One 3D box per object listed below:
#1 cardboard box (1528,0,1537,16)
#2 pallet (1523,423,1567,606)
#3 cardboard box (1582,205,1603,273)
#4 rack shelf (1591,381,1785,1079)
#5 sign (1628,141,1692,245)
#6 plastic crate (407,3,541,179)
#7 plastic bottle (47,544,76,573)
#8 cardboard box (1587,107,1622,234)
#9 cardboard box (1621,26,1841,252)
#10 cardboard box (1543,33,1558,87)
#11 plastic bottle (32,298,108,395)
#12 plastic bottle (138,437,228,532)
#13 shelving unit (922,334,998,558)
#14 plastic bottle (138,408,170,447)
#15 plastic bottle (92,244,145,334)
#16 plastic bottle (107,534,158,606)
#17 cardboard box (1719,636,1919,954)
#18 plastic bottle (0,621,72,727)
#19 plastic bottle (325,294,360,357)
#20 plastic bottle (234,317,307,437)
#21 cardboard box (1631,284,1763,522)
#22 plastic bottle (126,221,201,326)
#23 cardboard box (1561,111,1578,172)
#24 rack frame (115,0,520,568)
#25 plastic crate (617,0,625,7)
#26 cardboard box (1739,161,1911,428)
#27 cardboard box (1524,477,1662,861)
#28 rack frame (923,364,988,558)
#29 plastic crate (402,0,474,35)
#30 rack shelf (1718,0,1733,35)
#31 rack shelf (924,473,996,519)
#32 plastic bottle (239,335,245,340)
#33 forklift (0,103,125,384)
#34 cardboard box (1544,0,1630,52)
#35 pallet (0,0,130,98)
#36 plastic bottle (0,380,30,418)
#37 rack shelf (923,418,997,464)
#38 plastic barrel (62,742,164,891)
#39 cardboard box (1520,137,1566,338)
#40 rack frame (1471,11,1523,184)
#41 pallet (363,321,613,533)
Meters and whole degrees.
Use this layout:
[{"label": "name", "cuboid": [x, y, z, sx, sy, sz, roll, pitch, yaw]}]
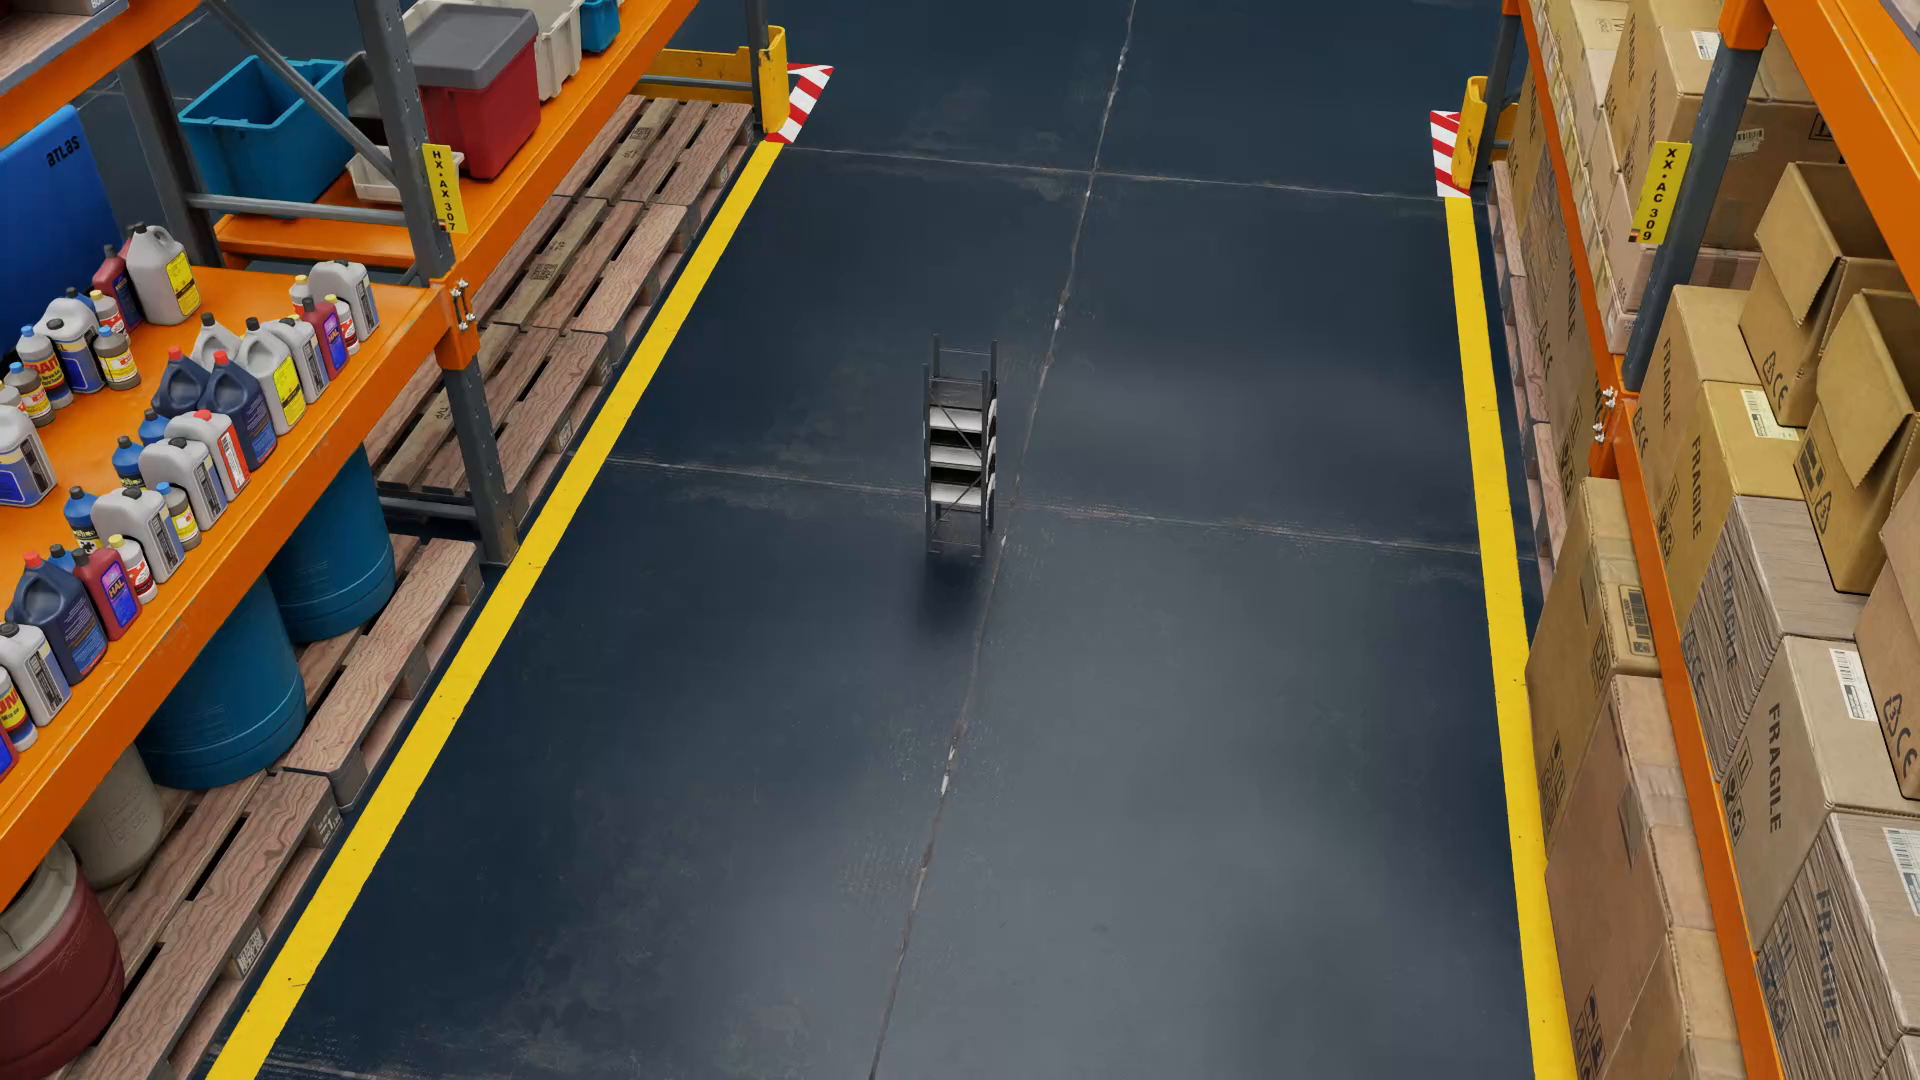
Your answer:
[{"label": "cardboard box", "cuboid": [2.819, -2.497, 7.613, 0.380, 0.149, 0.250, 6, 40, 7]}, {"label": "pallet", "cuboid": [2.809, 0.015, 6.567, 1.003, 0.211, 1.213, 6, 40, 8]}, {"label": "cardboard box", "cuboid": [2.420, -1.045, 5.857, 0.380, 0.149, 0.250, 6, 40, 7]}, {"label": "rack shelf", "cuboid": [2.254, 0.941, 3.822, 1.077, 0.370, 4.000, 6, 40, 8]}, {"label": "sign", "cuboid": [2.054, -1.016, 4.883, 0.100, 0.325, 0.005, 6, 40, 8]}, {"label": "plastic crate", "cuboid": [-1.876, -1.718, 6.377, 0.402, 0.464, 0.583, 6, 40, 8]}, {"label": "plastic bottle", "cuboid": [-2.318, 0.124, 4.347, 0.097, 0.271, 0.097, 0, 40, 0]}, {"label": "cardboard box", "cuboid": [2.506, -1.279, 5.828, 0.500, 0.250, 0.500, 8, 40, 9]}, {"label": "cardboard box", "cuboid": [2.417, -1.255, 5.210, 0.500, 0.500, 0.500, 7, 40, 9]}, {"label": "cardboard box", "cuboid": [2.686, -2.011, 7.026, 0.380, 0.149, 0.250, 6, 40, 7]}, {"label": "plastic bottle", "cuboid": [-2.796, -0.612, 5.233, 0.152, 0.276, 0.135, 6, 40, 8]}, {"label": "plastic bottle", "cuboid": [-2.201, -0.177, 4.707, 0.152, 0.276, 0.135, 6, 40, 8]}, {"label": "shelving unit", "cuboid": [0.001, -0.352, 6.469, 0.258, 0.900, 0.210, 6, 40, 8]}, {"label": "plastic bottle", "cuboid": [-2.304, -0.261, 4.813, 0.097, 0.271, 0.097, 0, 40, 0]}, {"label": "plastic bottle", "cuboid": [-2.784, -0.826, 5.486, 0.061, 0.283, 0.133, 6, 40, 8]}, {"label": "plastic bottle", "cuboid": [-2.235, 0.074, 4.463, 0.097, 0.201, 0.097, 0, 40, 0]}, {"label": "cardboard box", "cuboid": [2.017, 0.586, 3.609, 0.500, 0.500, 0.500, 7, 40, 9]}, {"label": "plastic bottle", "cuboid": [-2.337, 0.314, 4.113, 0.152, 0.276, 0.135, 6, 40, 8]}, {"label": "plastic bottle", "cuboid": [-2.021, -0.702, 5.401, 0.097, 0.201, 0.097, 0, 40, 0]}, {"label": "plastic bottle", "cuboid": [-2.114, -0.506, 5.046, 0.144, 0.351, 0.185, 6, 40, 8]}, {"label": "cardboard box", "cuboid": [2.275, -0.369, 4.764, 0.500, 0.500, 0.500, 7, 40, 8]}, {"label": "plastic bottle", "cuboid": [-2.665, -0.908, 5.533, 0.144, 0.351, 0.185, 6, 40, 8]}, {"label": "cardboard box", "cuboid": [2.553, -1.529, 6.442, 0.380, 0.149, 0.250, 6, 40, 7]}, {"label": "rack frame", "cuboid": [-2.278, -1.138, 5.772, 1.000, 3.000, 0.127, 6, 40, 8]}, {"label": "plastic crate", "cuboid": [-1.670, -2.492, 7.570, 0.298, 0.136, 0.250, 6, 40, 8]}, {"label": "cardboard box", "cuboid": [2.498, -0.615, 4.274, 0.797, 0.503, 0.637, 5, 40, 7]}, {"label": "cardboard box", "cuboid": [2.510, 0.469, 5.166, 1.225, 0.875, 0.875, 7, 40, 8]}, {"label": "rack frame", "cuboid": [-0.016, -0.288, 6.392, 0.240, 0.900, 0.006, 6, 40, 8]}, {"label": "plastic crate", "cuboid": [-2.272, -2.185, 7.199, 0.293, 0.136, 0.466, 6, 40, 8]}, {"label": "rack shelf", "cuboid": [2.947, -2.725, 5.903, 1.077, 0.370, 4.000, 6, 40, 8]}, {"label": "rack shelf", "cuboid": [0.001, -0.187, 6.605, 0.258, 0.077, 0.200, 6, 40, 8]}, {"label": "plastic bottle", "cuboid": [-2.217, -0.551, 5.218, 0.097, 0.201, 0.097, 0, 40, 0]}, {"label": "forklift", "cuboid": [-4.786, -1.432, 6.182, 1.130, 2.935, 3.031, 9, 40, 10]}, {"label": "cardboard box", "cuboid": [2.770, -2.245, 6.996, 0.500, 0.250, 0.500, 5, 40, 6]}, {"label": "pallet", "cuboid": [-2.510, -1.006, 3.407, 1.003, 0.211, 1.213, 6, 40, 8]}, {"label": "plastic bottle", "cuboid": [-2.877, -0.391, 5.025, 0.097, 0.201, 0.097, 0, 40, 0]}, {"label": "rack shelf", "cuboid": [0.001, -0.396, 6.433, 0.258, 0.077, 0.200, 6, 40, 8]}, {"label": "plastic barrel", "cuboid": [-2.697, 0.788, 5.066, 0.421, 0.512, 0.421, 0, 40, 0]}, {"label": "cardboard box", "cuboid": [3.103, -1.463, 7.504, 0.875, 0.875, 0.875, 6, 40, 8]}, {"label": "rack frame", "cuboid": [3.293, -3.102, 8.148, 1.000, 3.000, 0.127, 6, 40, 8]}, {"label": "pallet", "cuboid": [-2.189, -0.529, 7.224, 1.003, 0.211, 1.213, 6, 40, 8]}]
